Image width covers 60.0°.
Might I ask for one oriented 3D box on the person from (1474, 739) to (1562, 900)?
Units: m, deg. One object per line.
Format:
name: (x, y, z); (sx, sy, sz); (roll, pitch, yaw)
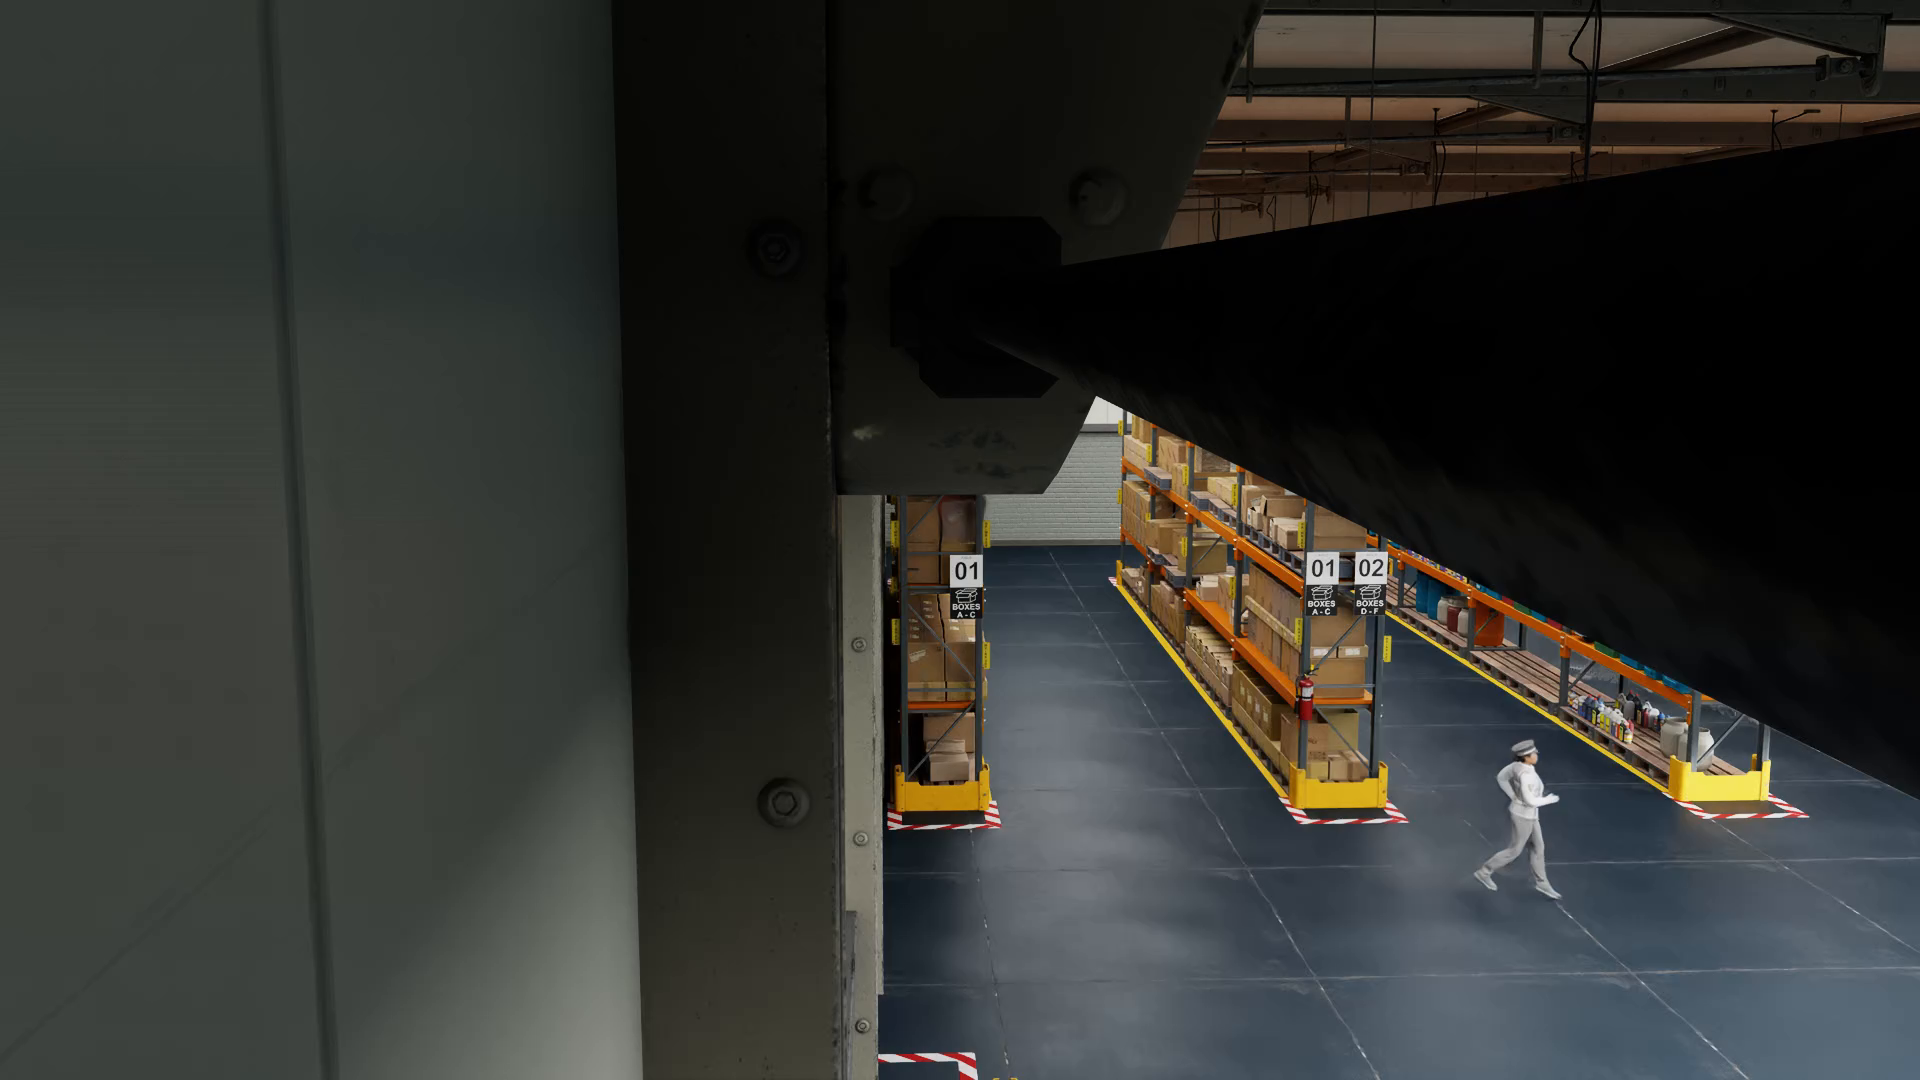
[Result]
person: (5.888, 2.926, 17.445); (0.896, 1.724, 0.600); (2, 9, 14)

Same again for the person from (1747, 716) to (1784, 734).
person: (11.847, 1.938, 24.333); (0.586, 1.701, 0.837); (-4, 9, -24)
